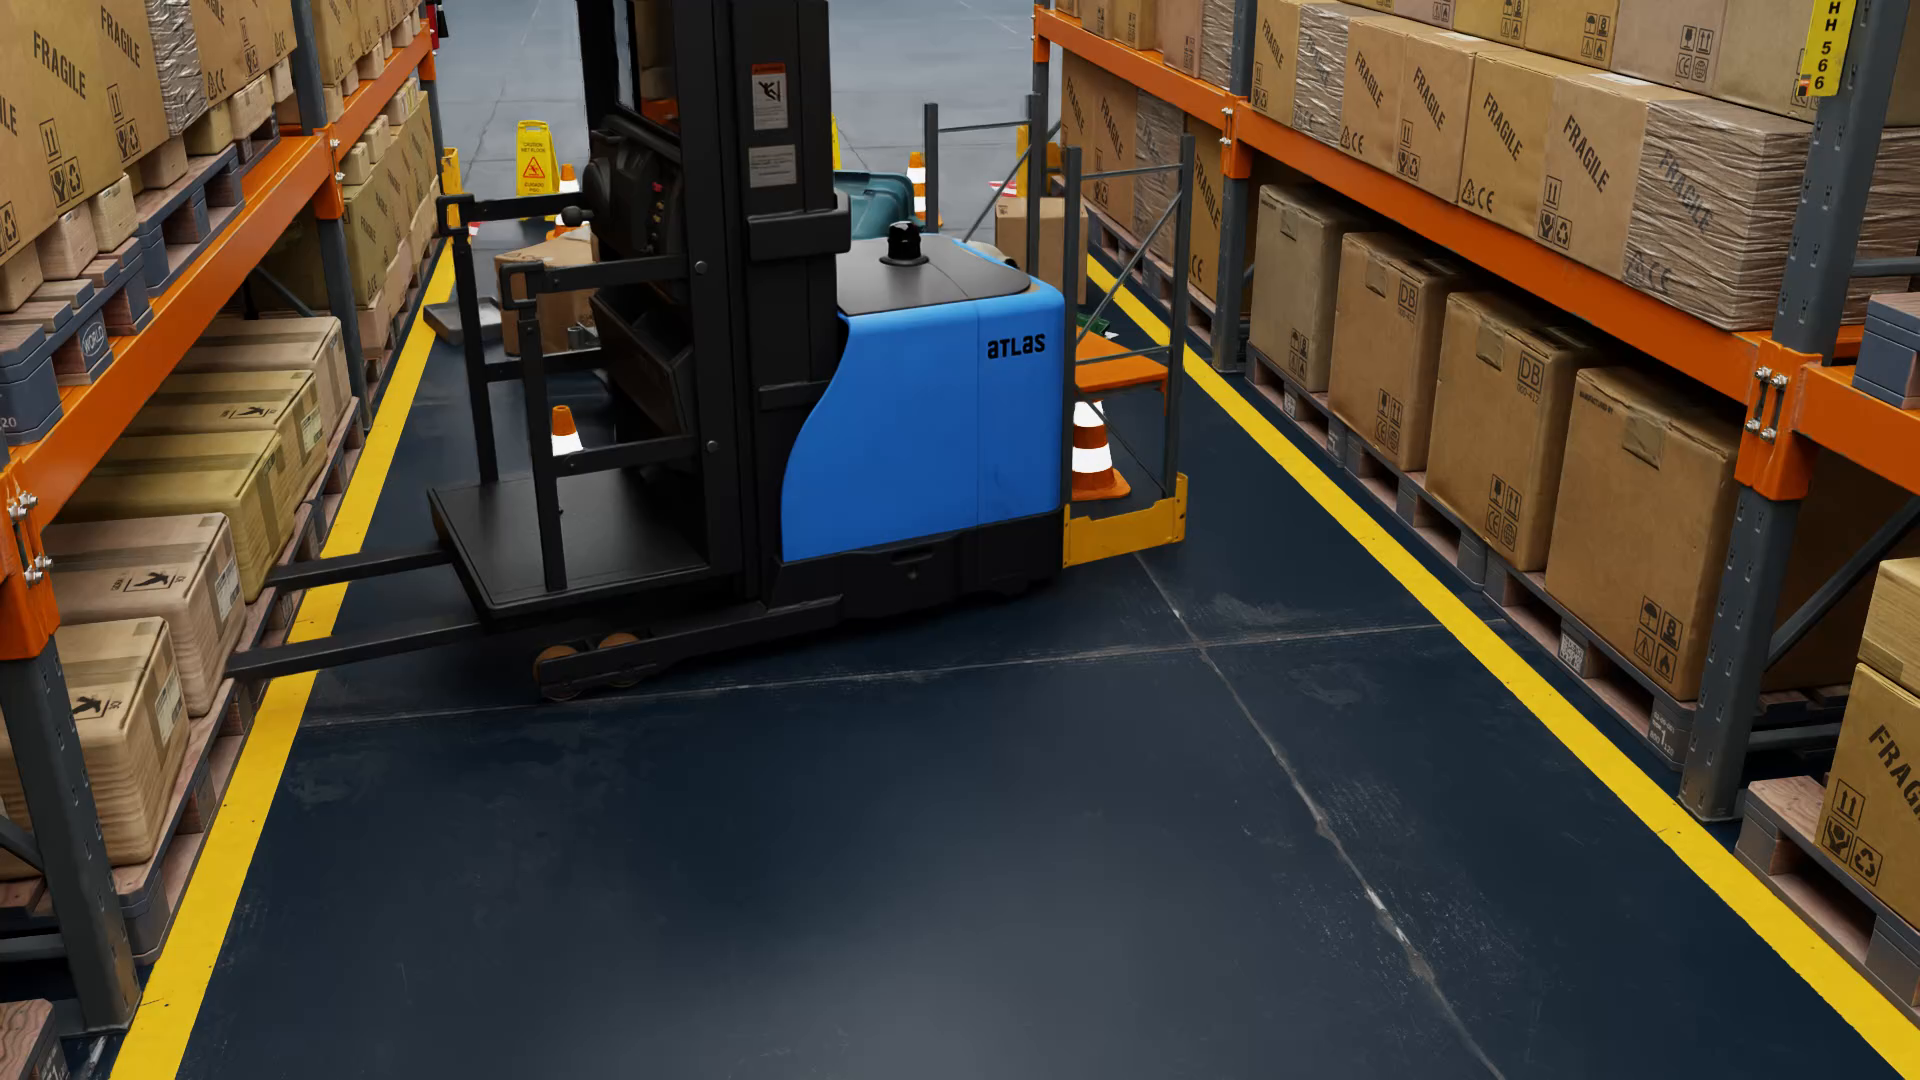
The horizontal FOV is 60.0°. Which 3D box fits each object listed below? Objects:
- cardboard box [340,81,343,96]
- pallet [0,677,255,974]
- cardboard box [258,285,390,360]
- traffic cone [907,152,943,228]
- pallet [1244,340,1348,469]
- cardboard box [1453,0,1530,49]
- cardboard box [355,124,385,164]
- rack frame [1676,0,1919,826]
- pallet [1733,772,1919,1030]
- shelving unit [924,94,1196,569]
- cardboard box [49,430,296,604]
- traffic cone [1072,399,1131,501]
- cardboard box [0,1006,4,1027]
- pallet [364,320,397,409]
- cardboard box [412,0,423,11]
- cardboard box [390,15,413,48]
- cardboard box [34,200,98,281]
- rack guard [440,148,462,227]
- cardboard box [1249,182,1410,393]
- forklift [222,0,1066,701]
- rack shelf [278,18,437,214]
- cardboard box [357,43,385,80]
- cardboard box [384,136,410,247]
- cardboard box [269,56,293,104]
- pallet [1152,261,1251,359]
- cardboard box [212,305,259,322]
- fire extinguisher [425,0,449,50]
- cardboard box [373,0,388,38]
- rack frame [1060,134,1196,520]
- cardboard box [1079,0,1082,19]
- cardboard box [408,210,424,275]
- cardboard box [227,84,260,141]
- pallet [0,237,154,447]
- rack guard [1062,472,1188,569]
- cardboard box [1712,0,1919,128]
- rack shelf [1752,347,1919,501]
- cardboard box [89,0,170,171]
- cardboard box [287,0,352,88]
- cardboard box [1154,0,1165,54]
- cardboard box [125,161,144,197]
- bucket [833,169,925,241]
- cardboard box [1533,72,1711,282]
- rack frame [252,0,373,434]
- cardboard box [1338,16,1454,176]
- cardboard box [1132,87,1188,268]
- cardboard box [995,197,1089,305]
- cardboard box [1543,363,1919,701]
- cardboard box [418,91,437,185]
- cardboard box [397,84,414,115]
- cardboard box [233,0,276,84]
[{"bbox_3d":[-3.024,-2.063,7.539,0.380,0.149,0.250,-4,24,-10],"label":"cardboard box"},{"bbox_3d":[-2.507,0.711,4.357,1.003,0.211,1.213,-4,24,-10],"label":"pallet"},{"bbox_3d":[-2.948,-1.017,7.741,0.500,0.250,0.500,-5,24,-12],"label":"cardboard box"},{"bbox_3d":[-0.295,-2.335,11.019,0.336,0.463,0.334,-4,24,-10],"label":"traffic cone"},{"bbox_3d":[1.959,-0.663,7.503,1.003,0.211,1.213,-4,24,-10],"label":"pallet"},{"bbox_3d":[2.122,-1.948,5.588,0.700,0.500,0.500,-5,24,-10],"label":"cardboard box"},{"bbox_3d":[-3.009,-1.913,8.046,0.380,0.149,0.250,-3,24,-8],"label":"cardboard box"},{"bbox_3d":[2.482,-0.665,4.025,1.000,3.000,0.127,-4,24,-10],"label":"rack frame"},{"bbox_3d":[2.625,0.920,3.879,1.003,0.211,1.213,-4,24,-10],"label":"pallet"},{"bbox_3d":[0.338,-0.822,6.259,0.587,1.500,1.083,-12,26,-26],"label":"shelving unit"},{"bbox_3d":[-2.738,-0.058,5.395,0.950,0.372,0.625,-4,24,-8],"label":"cardboard box"},{"bbox_3d":[0.506,-0.437,6.671,0.336,0.463,0.334,-4,24,-10],"label":"traffic cone"},{"bbox_3d":[-2.318,0.800,2.800,0.875,0.875,0.875,-5,24,-10],"label":"cardboard box"},{"bbox_3d":[-3.263,-0.816,7.854,1.003,0.211,1.213,-4,24,-10],"label":"pallet"},{"bbox_3d":[-3.472,-3.395,9.778,0.500,0.500,0.500,-5,24,-11],"label":"cardboard box"},{"bbox_3d":[-3.305,-2.866,9.379,0.380,0.149,0.250,-4,24,-9],"label":"cardboard box"},{"bbox_3d":[-2.266,-0.703,3.900,0.380,0.149,0.250,-6,24,-13],"label":"cardboard box"},{"bbox_3d":[-3.829,-2.230,10.732,1.175,0.500,0.348,-4,24,-10],"label":"rack guard"},{"bbox_3d":[1.945,-1.162,7.450,1.050,0.750,0.750,-4,24,-10],"label":"cardboard box"},{"bbox_3d":[-1.194,-1.089,5.082,3.031,2.935,1.130,-11,26,-24],"label":"forklift"},{"bbox_3d":[-3.474,-2.289,8.643,1.077,0.370,4.000,-4,24,-10],"label":"rack shelf"},{"bbox_3d":[-3.074,-2.369,8.240,0.380,0.149,0.250,-4,24,-9],"label":"cardboard box"},{"bbox_3d":[-3.152,-1.774,8.538,0.500,0.500,0.500,-3,24,-7],"label":"cardboard box"},{"bbox_3d":[-2.737,-1.728,6.247,0.380,0.149,0.250,-4,24,-9],"label":"cardboard box"},{"bbox_3d":[1.678,-1.265,8.884,1.003,0.211,1.213,-4,24,-10],"label":"pallet"},{"bbox_3d":[-3.477,-0.977,7.651,0.500,0.250,0.500,-3,24,-7],"label":"cardboard box"},{"bbox_3d":[-3.412,-3.449,10.497,0.296,0.674,0.183,-4,24,-10],"label":"fire extinguisher"},{"bbox_3d":[-3.220,-2.800,8.416,0.500,0.500,0.500,-4,24,-9],"label":"cardboard box"},{"bbox_3d":[0.575,-0.647,5.857,0.500,1.500,0.032,-12,26,-26],"label":"rack frame"},{"bbox_3d":[1.239,-3.523,10.382,0.875,0.550,0.550,-4,24,-10],"label":"cardboard box"},{"bbox_3d":[-3.239,-1.630,9.146,0.500,0.250,0.500,-5,24,-12],"label":"cardboard box"},{"bbox_3d":[-2.572,-1.424,5.552,0.380,0.149,0.250,-4,24,-9],"label":"cardboard box"},{"bbox_3d":[-2.601,-0.443,3.757,1.213,0.211,1.003,-4,24,-10],"label":"pallet"},{"bbox_3d":[0.574,-0.074,6.108,0.587,0.250,0.087,-12,26,-26],"label":"rack guard"},{"bbox_3d":[2.409,-1.346,4.211,0.700,0.500,0.500,-4,24,-10],"label":"cardboard box"},{"bbox_3d":[2.852,0.451,2.368,1.077,0.370,4.000,-4,24,-10],"label":"rack shelf"},{"bbox_3d":[-2.428,-1.240,4.321,0.500,0.500,0.500,-4,24,-9],"label":"cardboard box"},{"bbox_3d":[-2.911,-2.208,7.061,0.500,0.500,0.500,-4,24,-10],"label":"cardboard box"},{"bbox_3d":[1.554,-2.887,8.925,0.875,0.550,0.550,-4,24,-10],"label":"cardboard box"},{"bbox_3d":[-2.509,-1.010,4.603,0.380,0.149,0.250,-3,24,-8],"label":"cardboard box"},{"bbox_3d":[-0.549,-1.318,7.710,0.726,0.611,0.620,4,34,9],"label":"bucket"},{"bbox_3d":[2.044,-1.064,4.814,0.500,0.500,0.500,-4,24,-10],"label":"cardboard box"},{"bbox_3d":[-3.104,-1.832,6.698,1.000,3.000,0.127,-4,24,-10],"label":"rack frame"},{"bbox_3d":[1.759,-1.662,6.183,0.500,0.500,0.500,-4,24,-10],"label":"cardboard box"},{"bbox_3d":[1.524,-2.064,9.358,0.875,0.875,0.875,-4,24,-9],"label":"cardboard box"},{"bbox_3d":[0.447,-1.629,9.351,0.500,0.500,0.500,0,24,-1],"label":"cardboard box"},{"bbox_3d":[2.458,-0.073,4.955,1.050,0.750,0.750,-5,24,-10],"label":"cardboard box"},{"bbox_3d":[-3.439,-2.386,9.939,0.500,0.500,0.500,-4,24,-9],"label":"cardboard box"},{"bbox_3d":[-3.262,-2.445,9.263,0.380,0.149,0.250,-4,24,-9],"label":"cardboard box"},{"bbox_3d":[-2.700,-1.847,5.710,0.500,0.500,0.500,-4,24,-9],"label":"cardboard box"}]
